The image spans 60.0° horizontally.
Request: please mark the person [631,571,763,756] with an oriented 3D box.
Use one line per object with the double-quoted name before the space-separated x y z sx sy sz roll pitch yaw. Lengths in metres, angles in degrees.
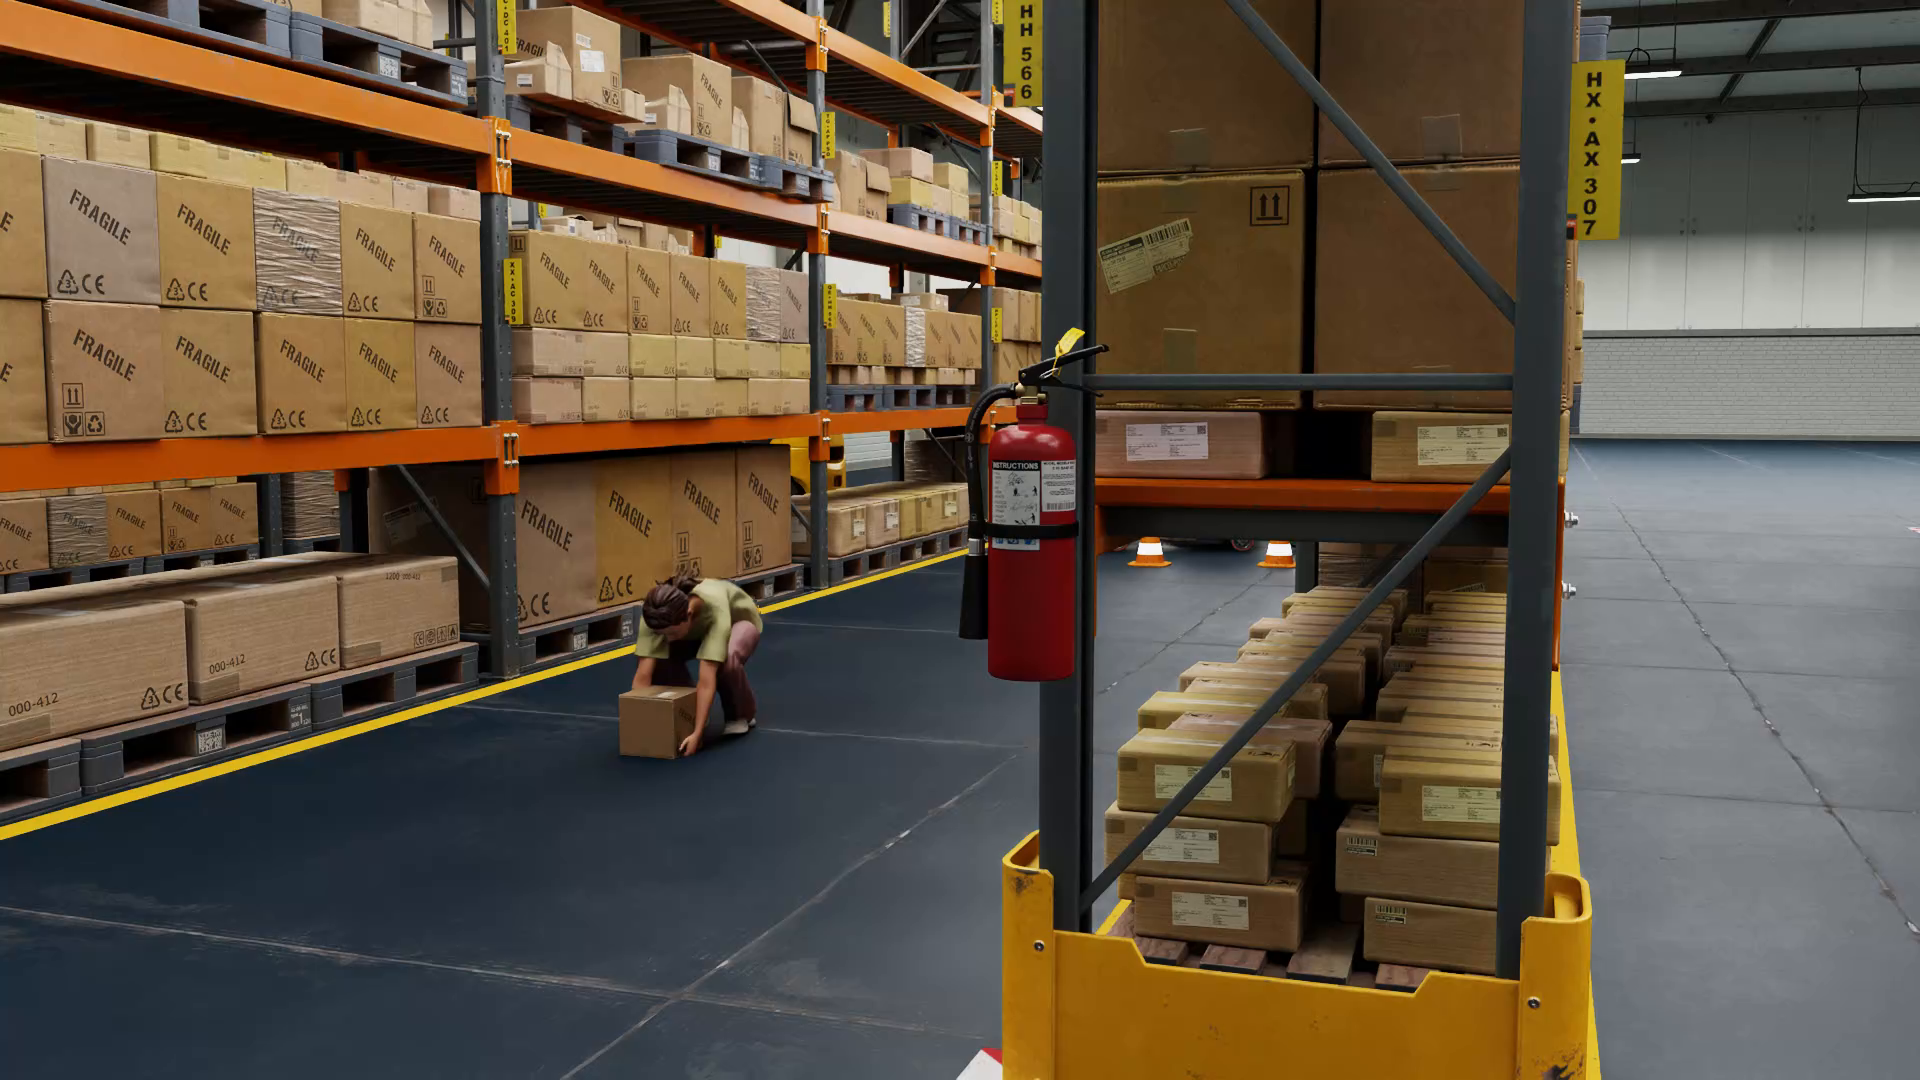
"person" -1.123 0.493 7.109 0.455 0.770 0.856 2 6 17
